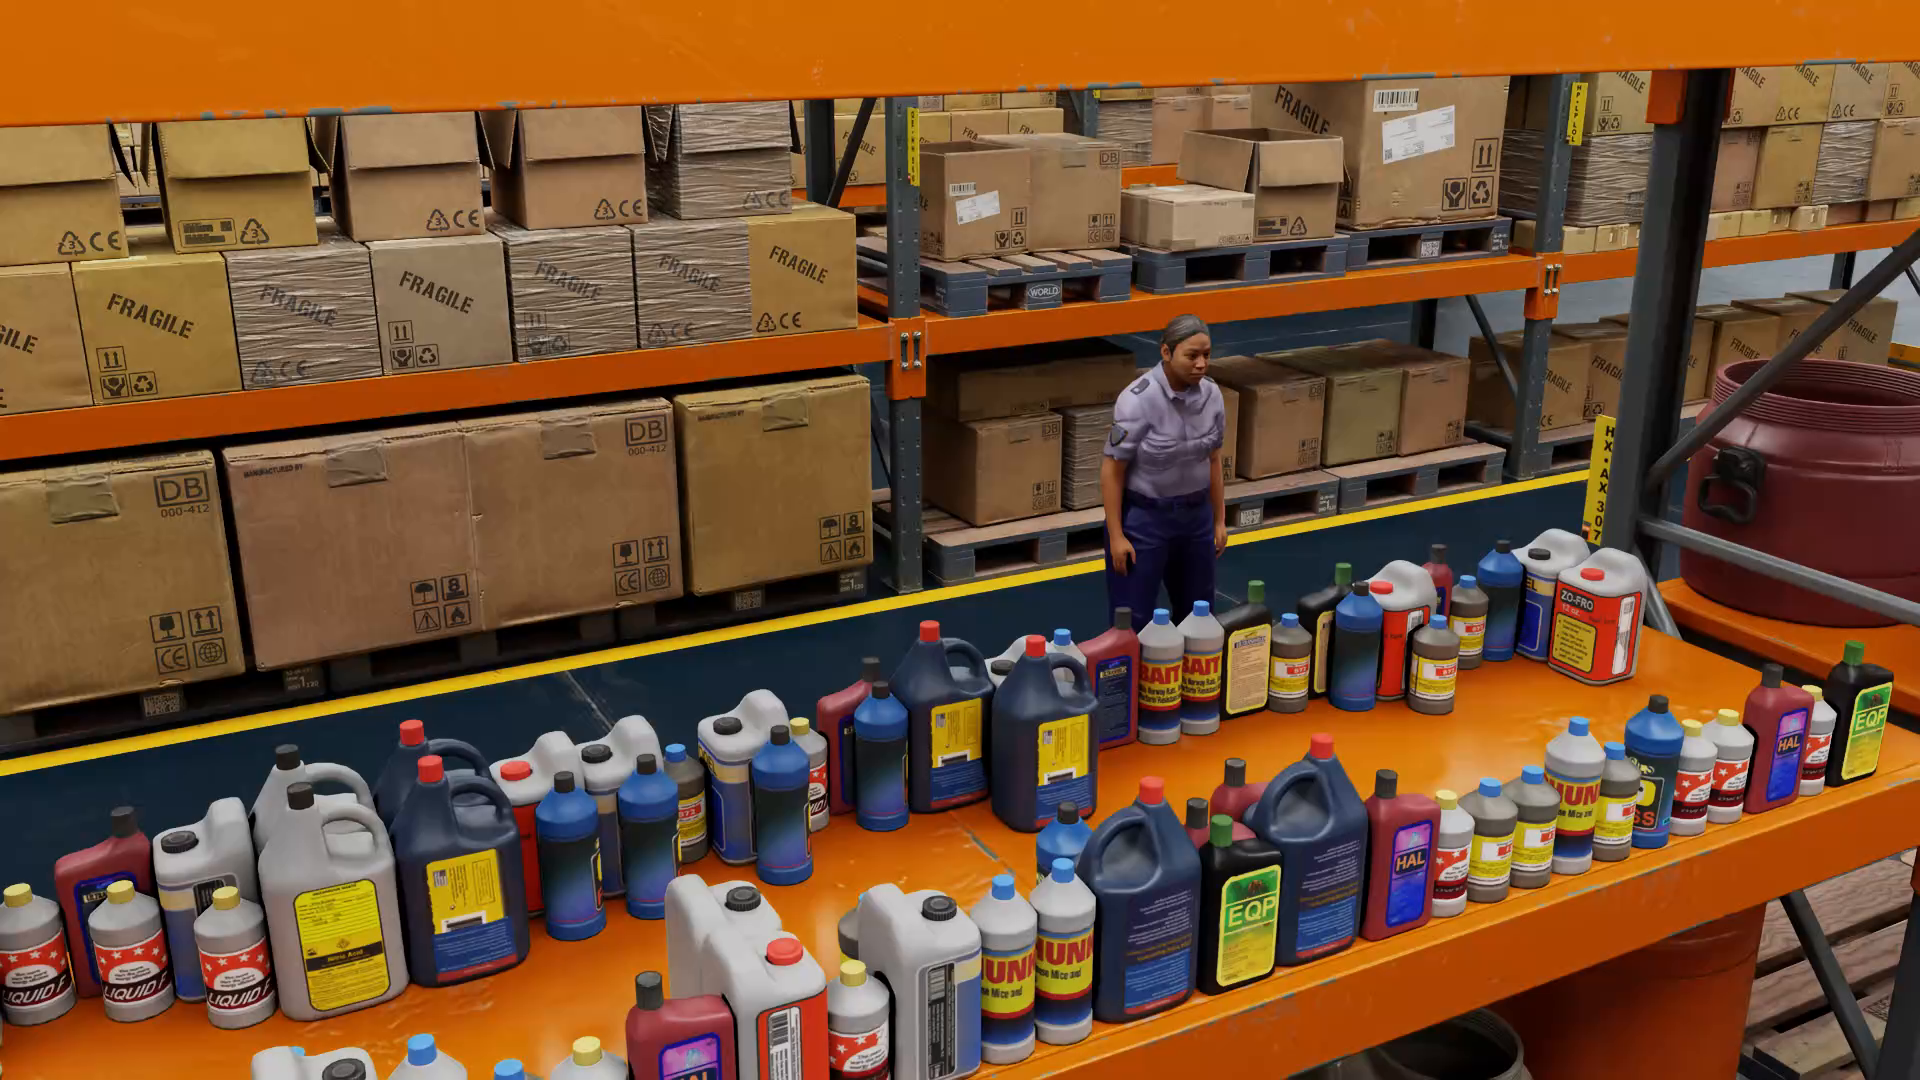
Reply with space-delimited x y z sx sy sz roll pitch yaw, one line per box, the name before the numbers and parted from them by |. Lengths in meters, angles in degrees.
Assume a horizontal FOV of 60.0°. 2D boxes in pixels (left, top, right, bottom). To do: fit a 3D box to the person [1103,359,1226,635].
person | 0.746 0.054 6.185 0.530 1.477 0.369 -10 21 -26
